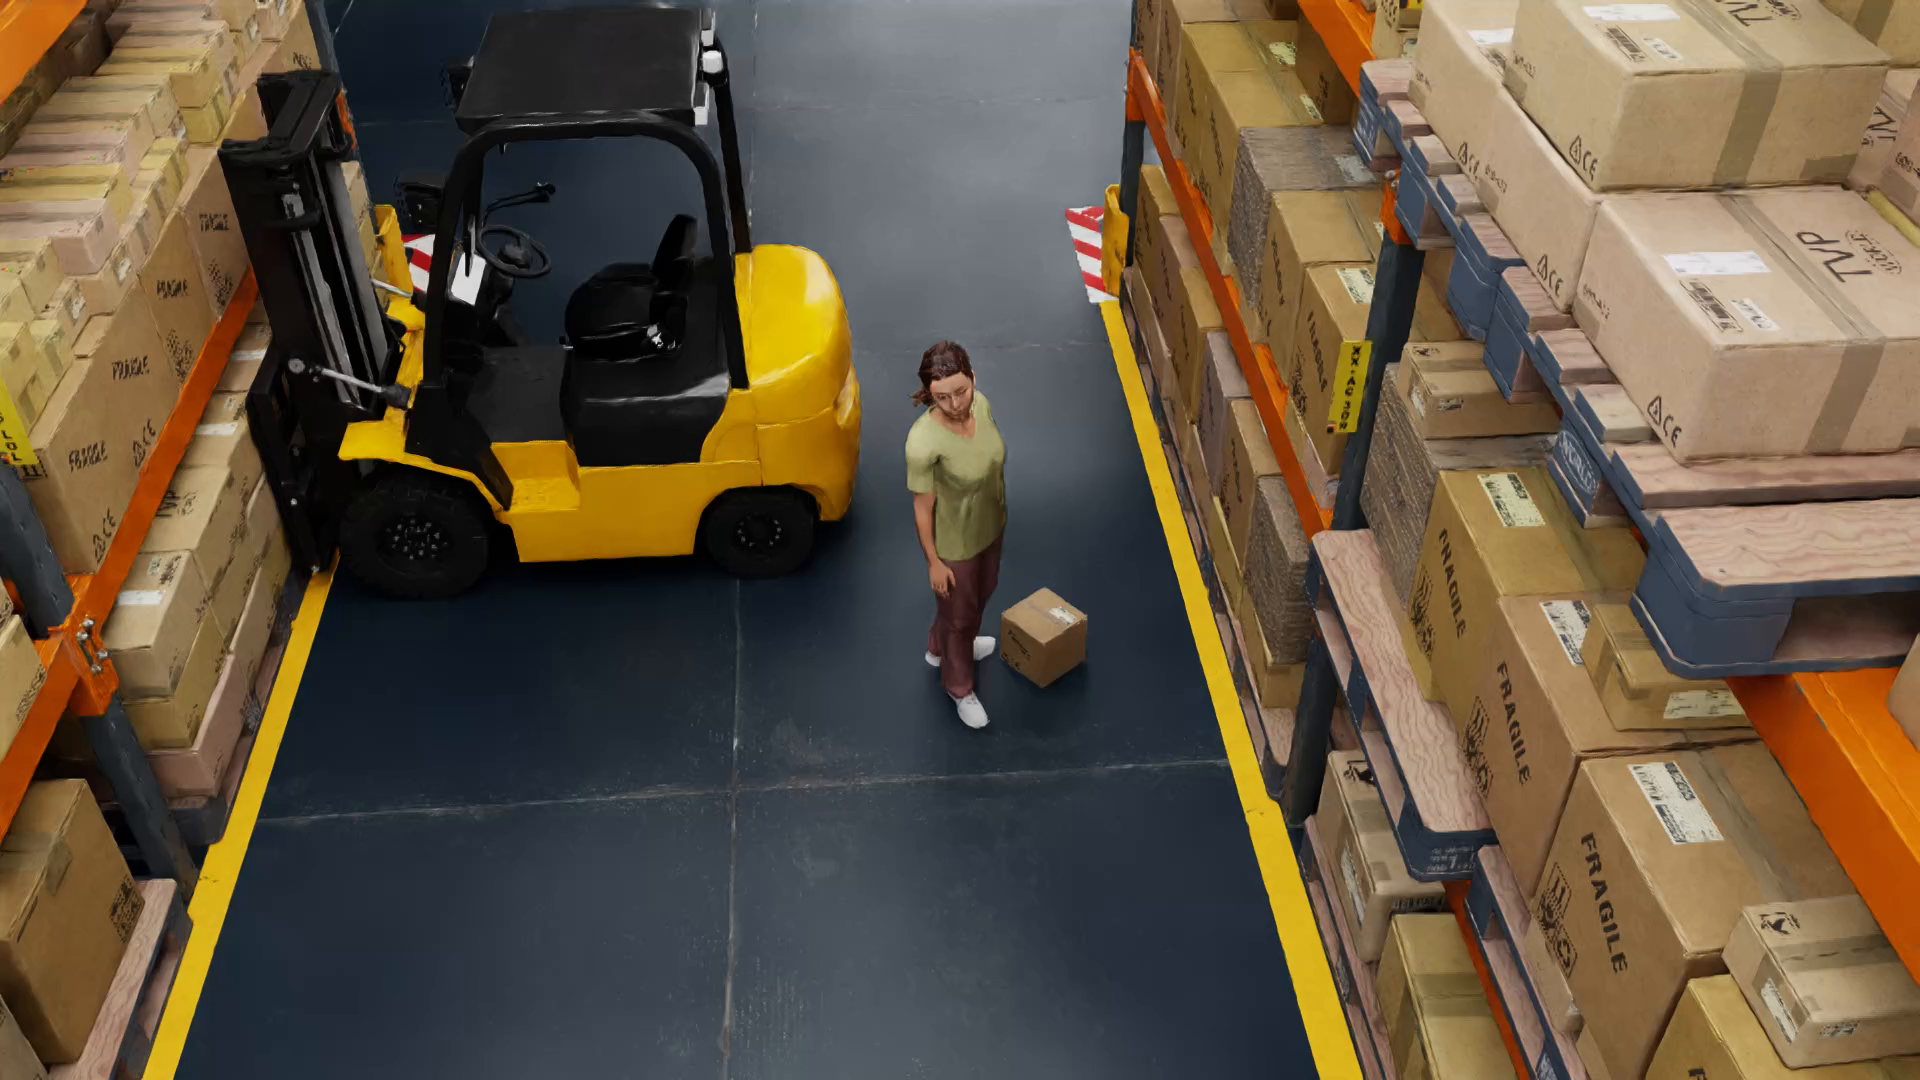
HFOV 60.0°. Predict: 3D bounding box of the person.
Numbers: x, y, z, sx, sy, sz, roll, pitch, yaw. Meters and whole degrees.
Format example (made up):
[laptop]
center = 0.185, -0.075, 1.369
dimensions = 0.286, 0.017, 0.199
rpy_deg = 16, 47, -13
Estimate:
[person]
center = 0.009, 0.056, 6.283
dimensions = 0.431, 1.423, 0.542
rpy_deg = 27, 46, 29
